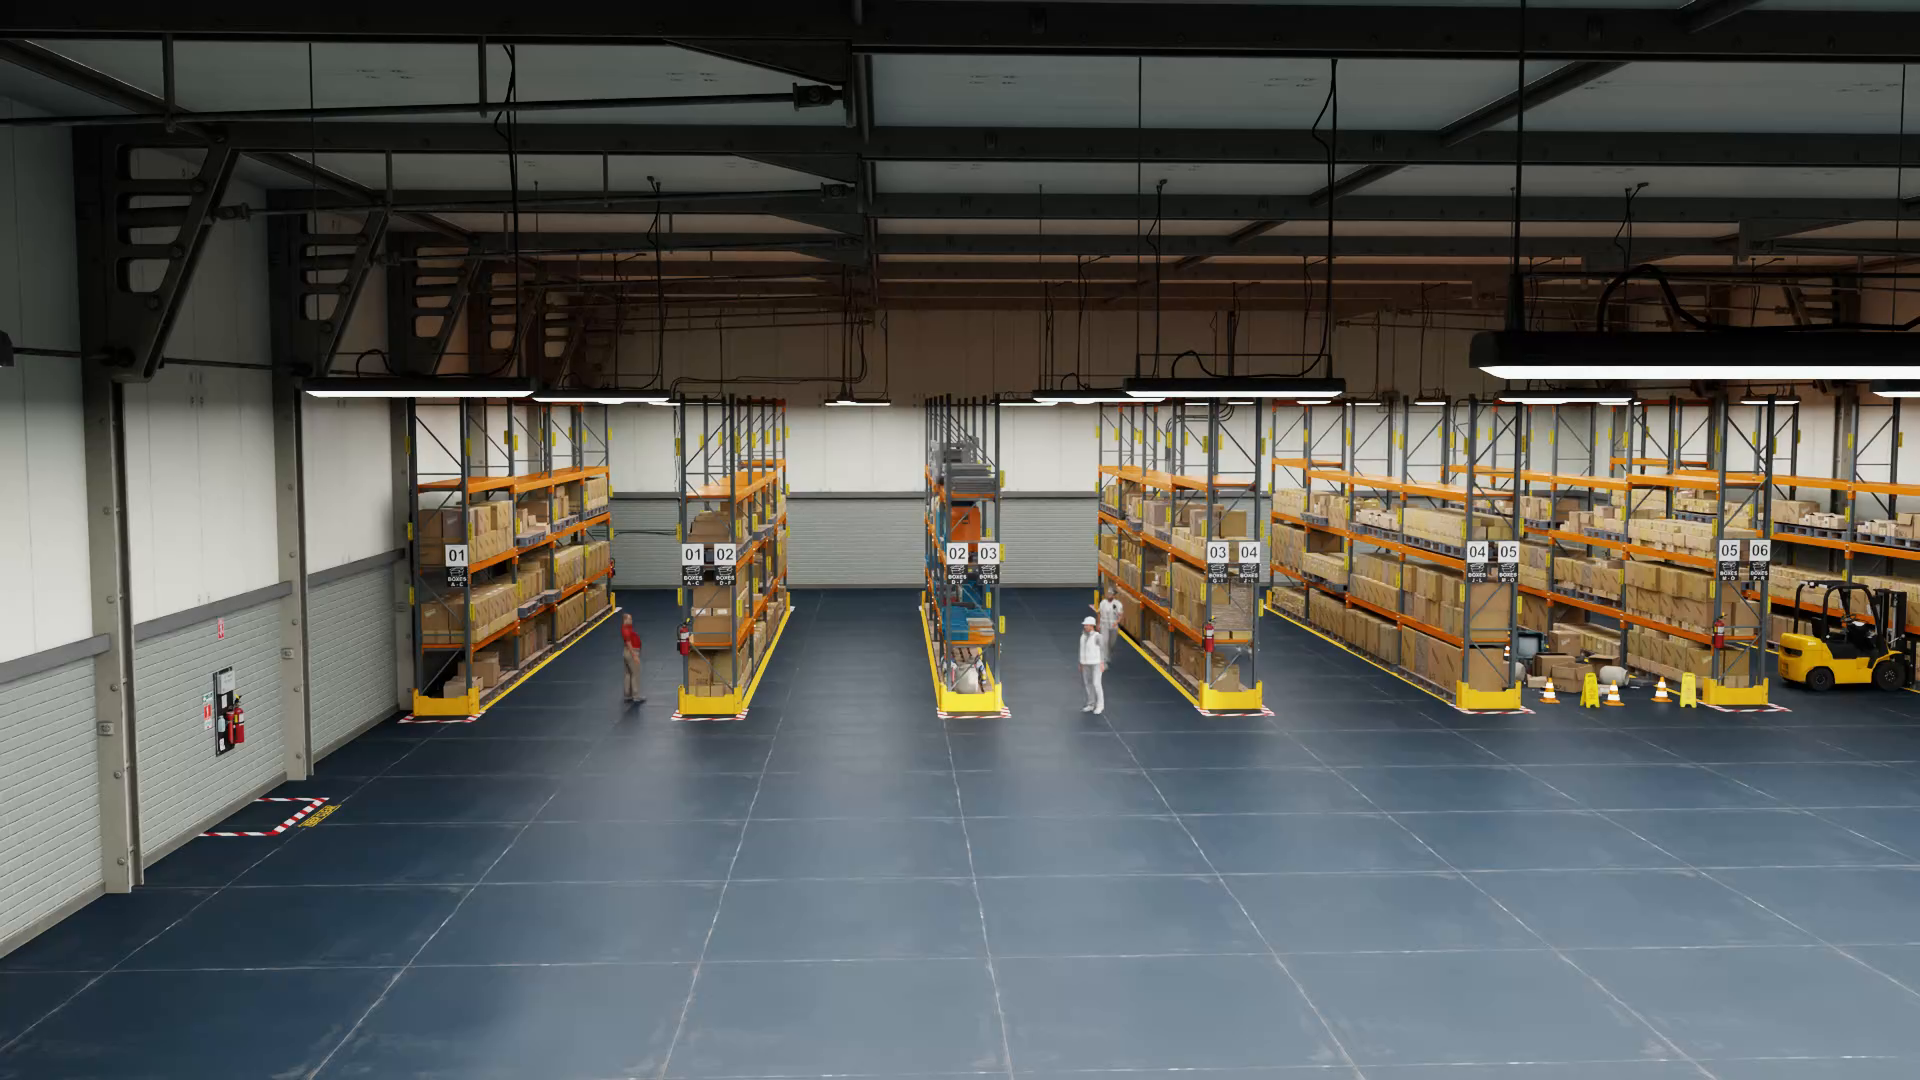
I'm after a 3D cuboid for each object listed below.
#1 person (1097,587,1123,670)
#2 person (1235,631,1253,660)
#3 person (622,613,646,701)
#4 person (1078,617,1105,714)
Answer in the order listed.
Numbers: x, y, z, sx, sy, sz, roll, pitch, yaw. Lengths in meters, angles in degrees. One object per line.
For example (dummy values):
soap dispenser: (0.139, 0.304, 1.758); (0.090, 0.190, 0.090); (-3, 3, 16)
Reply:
person: (3.341, 1.948, 36.904); (0.539, 1.791, 0.936); (0, 5, -2)
person: (6.508, 1.819, 38.149); (0.655, 1.749, 0.994); (0, 5, -3)
person: (-6.394, 2.290, 32.538); (0.460, 1.706, 0.620); (-2, 5, -27)
person: (2.468, 2.363, 31.471); (0.592, 1.812, 0.389); (4, 6, 41)
